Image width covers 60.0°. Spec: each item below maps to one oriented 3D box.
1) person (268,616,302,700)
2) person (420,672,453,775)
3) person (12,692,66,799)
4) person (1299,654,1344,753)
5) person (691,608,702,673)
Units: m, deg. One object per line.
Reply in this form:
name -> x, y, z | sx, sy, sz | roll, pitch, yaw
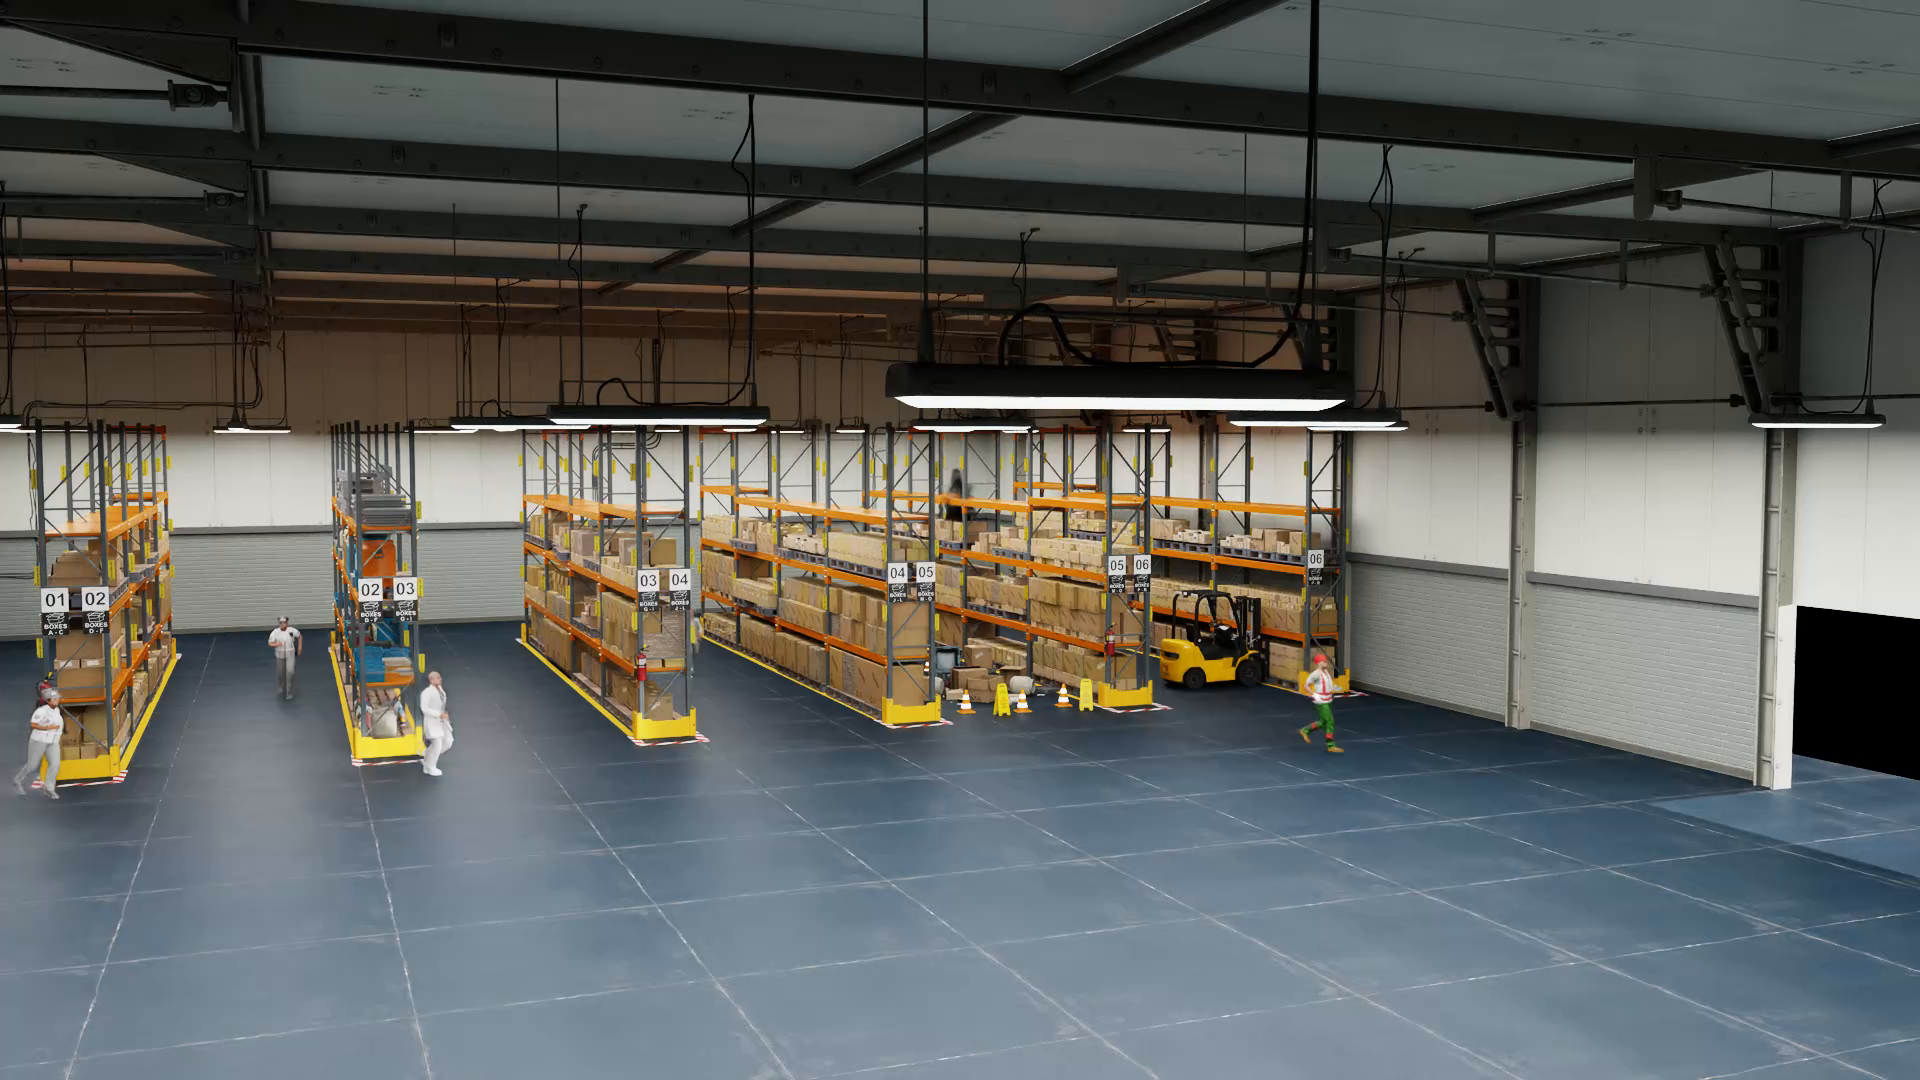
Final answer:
person -> -14.789, 2.567, 36.463 | 0.672, 1.832, 0.930 | -1, 4, -20
person -> -8.871, 3.096, 28.182 | 0.652, 1.744, 0.750 | 1, 4, 12
person -> -14.577, 3.252, 26.513 | 0.881, 1.659, 0.645 | 1, 4, 20
person -> 6.554, 2.952, 30.174 | 0.914, 1.765, 0.670 | 3, 4, 37
person -> -6.529, 2.426, 40.384 | 0.564, 1.559, 0.576 | -2, 4, -23
